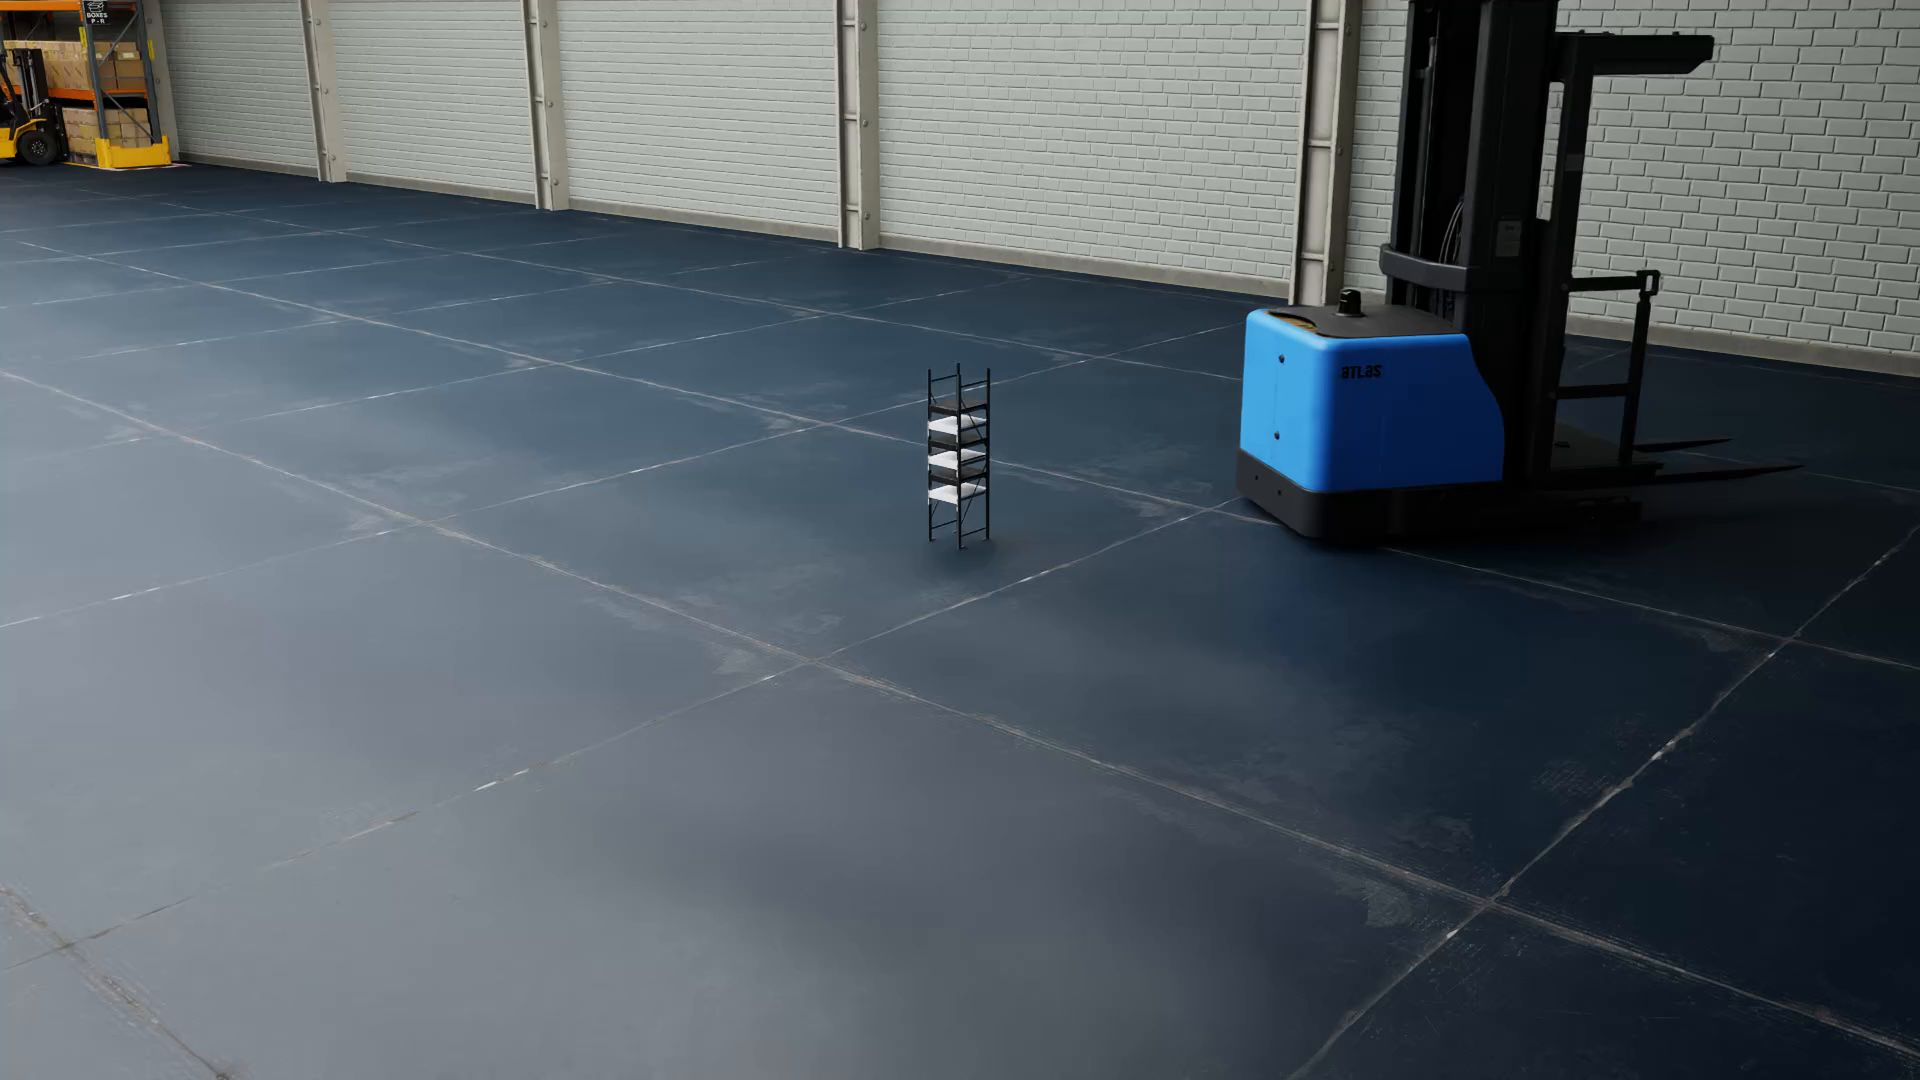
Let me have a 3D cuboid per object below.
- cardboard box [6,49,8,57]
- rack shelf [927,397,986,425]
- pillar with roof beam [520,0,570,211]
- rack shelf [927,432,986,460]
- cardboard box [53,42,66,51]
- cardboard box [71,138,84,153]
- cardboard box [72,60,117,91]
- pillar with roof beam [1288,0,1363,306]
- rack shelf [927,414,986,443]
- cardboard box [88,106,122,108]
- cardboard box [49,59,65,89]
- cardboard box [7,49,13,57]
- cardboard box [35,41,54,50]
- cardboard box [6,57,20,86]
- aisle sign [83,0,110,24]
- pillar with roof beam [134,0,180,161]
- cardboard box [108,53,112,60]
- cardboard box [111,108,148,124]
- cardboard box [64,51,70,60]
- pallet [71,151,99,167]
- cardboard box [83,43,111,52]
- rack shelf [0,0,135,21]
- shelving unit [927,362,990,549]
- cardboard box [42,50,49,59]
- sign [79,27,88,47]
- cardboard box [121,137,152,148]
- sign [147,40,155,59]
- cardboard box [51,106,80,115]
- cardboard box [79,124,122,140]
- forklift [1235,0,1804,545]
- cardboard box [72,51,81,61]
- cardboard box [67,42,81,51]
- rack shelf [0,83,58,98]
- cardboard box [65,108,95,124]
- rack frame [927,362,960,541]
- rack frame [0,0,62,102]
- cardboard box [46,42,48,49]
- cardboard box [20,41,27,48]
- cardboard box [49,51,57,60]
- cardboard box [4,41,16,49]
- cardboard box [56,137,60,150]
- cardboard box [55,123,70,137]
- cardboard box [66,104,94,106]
[{"bbox_3d":[-18.104,-9.284,31.670,0.250,0.149,0.380,16,24,41],"label":"cardboard box"},{"bbox_3d":[-0.006,-0.656,8.409,0.200,0.077,0.258,15,23,39],"label":"rack shelf"},{"bbox_3d":[-8.514,-7.926,18.709,0.400,9.000,9.100,15,23,39],"label":"pillar with roof beam"},{"bbox_3d":[-0.006,-0.485,8.464,0.200,0.077,0.258,15,23,39],"label":"rack shelf"},{"bbox_3d":[-15.941,-8.812,29.689,0.250,0.149,0.380,16,23,41],"label":"cardboard box"},{"bbox_3d":[-15.636,-7.120,29.941,0.500,0.250,0.500,15,23,39],"label":"cardboard box"},{"bbox_3d":[-15.252,-8.193,29.304,0.500,0.500,0.500,14,23,38],"label":"cardboard box"},{"bbox_3d":[0.461,-5.516,11.117,0.400,9.000,9.100,15,23,39],"label":"pillar with roof beam"},{"bbox_3d":[-0.006,-0.570,8.436,0.200,0.077,0.258,15,23,39],"label":"rack shelf"},{"bbox_3d":[-15.686,-7.814,30.473,0.500,0.250,0.500,15,23,39],"label":"cardboard box"},{"bbox_3d":[-16.017,-8.402,29.963,0.500,0.500,0.500,14,23,38],"label":"cardboard box"},{"bbox_3d":[-17.637,-9.143,31.223,0.250,0.149,0.380,15,23,38],"label":"cardboard box"},{"bbox_3d":[-16.643,-9.036,30.396,0.250,0.149,0.380,15,23,39],"label":"cardboard box"},{"bbox_3d":[-17.542,-8.809,31.244,0.500,0.500,0.500,14,22,38],"label":"cardboard box"},{"bbox_3d":[-14.855,-9.266,28.551,0.004,0.787,0.394,15,23,39],"label":"aisle sign"},{"bbox_3d":[-17.489,-10.335,26.301,0.400,9.000,9.100,15,23,39],"label":"pillar with roof beam"},{"bbox_3d":[-15.018,-8.625,29.592,0.250,0.149,0.380,15,23,39],"label":"cardboard box"},{"bbox_3d":[-14.943,-7.612,29.835,0.500,0.250,0.500,15,23,38],"label":"cardboard box"},{"bbox_3d":[-15.697,-8.632,29.614,0.250,0.149,0.380,15,23,39],"label":"cardboard box"},{"bbox_3d":[-15.309,-6.921,30.071,1.213,0.211,1.003,15,23,39],"label":"pallet"},{"bbox_3d":[-15.117,-8.629,29.113,0.250,0.149,0.380,15,23,39],"label":"cardboard box"},{"bbox_3d":[-16.205,-9.594,30.115,4.000,0.370,1.077,15,23,39],"label":"rack shelf"},{"bbox_3d":[-0.006,-0.431,8.481,0.210,0.900,0.258,15,23,39],"label":"shelving unit"},{"bbox_3d":[-16.494,-8.828,30.231,0.250,0.149,0.380,14,23,38],"label":"cardboard box"},{"bbox_3d":[-15.080,-8.651,28.606,0.005,0.325,0.100,15,23,39],"label":"sign"},{"bbox_3d":[-14.947,-7.138,29.997,0.500,0.250,0.500,15,23,39],"label":"cardboard box"},{"bbox_3d":[-14.336,-8.681,29.444,0.005,0.325,0.100,15,23,39],"label":"sign"},{"bbox_3d":[-16.405,-7.798,30.422,0.500,0.250,0.500,14,23,38],"label":"cardboard box"},{"bbox_3d":[-15.281,-7.261,29.557,0.500,0.250,0.500,15,23,39],"label":"cardboard box"},{"bbox_3d":[3.108,-1.589,8.772,3.031,2.935,1.130,-4,18,-13],"label":"forklift"},{"bbox_3d":[-15.365,-8.514,29.242,0.250,0.149,0.380,16,23,40],"label":"cardboard box"},{"bbox_3d":[-15.536,-8.718,29.393,0.250,0.149,0.380,16,23,40],"label":"cardboard box"},{"bbox_3d":[-19.197,-8.968,33.100,4.000,0.370,1.077,15,23,39],"label":"rack shelf"},{"bbox_3d":[-15.647,-7.595,29.784,0.500,0.250,0.500,16,23,40],"label":"cardboard box"},{"bbox_3d":[-0.082,-0.451,8.545,0.006,0.900,0.240,15,23,39],"label":"rack frame"},{"bbox_3d":[-17.701,-8.909,31.726,0.127,3.000,1.000,15,23,39],"label":"rack frame"},{"bbox_3d":[-16.268,-8.936,30.079,0.250,0.149,0.380,15,23,40],"label":"cardboard box"},{"bbox_3d":[-17.083,-9.120,30.662,0.250,0.149,0.380,16,23,40],"label":"cardboard box"},{"bbox_3d":[-16.130,-8.721,29.895,0.250,0.149,0.380,15,23,40],"label":"cardboard box"},{"bbox_3d":[-17.660,-9.277,31.154,0.250,0.149,0.380,16,23,40],"label":"cardboard box"},{"bbox_3d":[-16.408,-7.322,30.576,0.500,0.250,0.500,16,24,41],"label":"cardboard box"},{"bbox_3d":[-16.049,-7.463,30.193,0.500,0.250,0.500,14,23,38],"label":"cardboard box"},{"bbox_3d":[-16.446,-8.017,31.114,0.500,0.250,0.500,15,23,40],"label":"cardboard box"}]
